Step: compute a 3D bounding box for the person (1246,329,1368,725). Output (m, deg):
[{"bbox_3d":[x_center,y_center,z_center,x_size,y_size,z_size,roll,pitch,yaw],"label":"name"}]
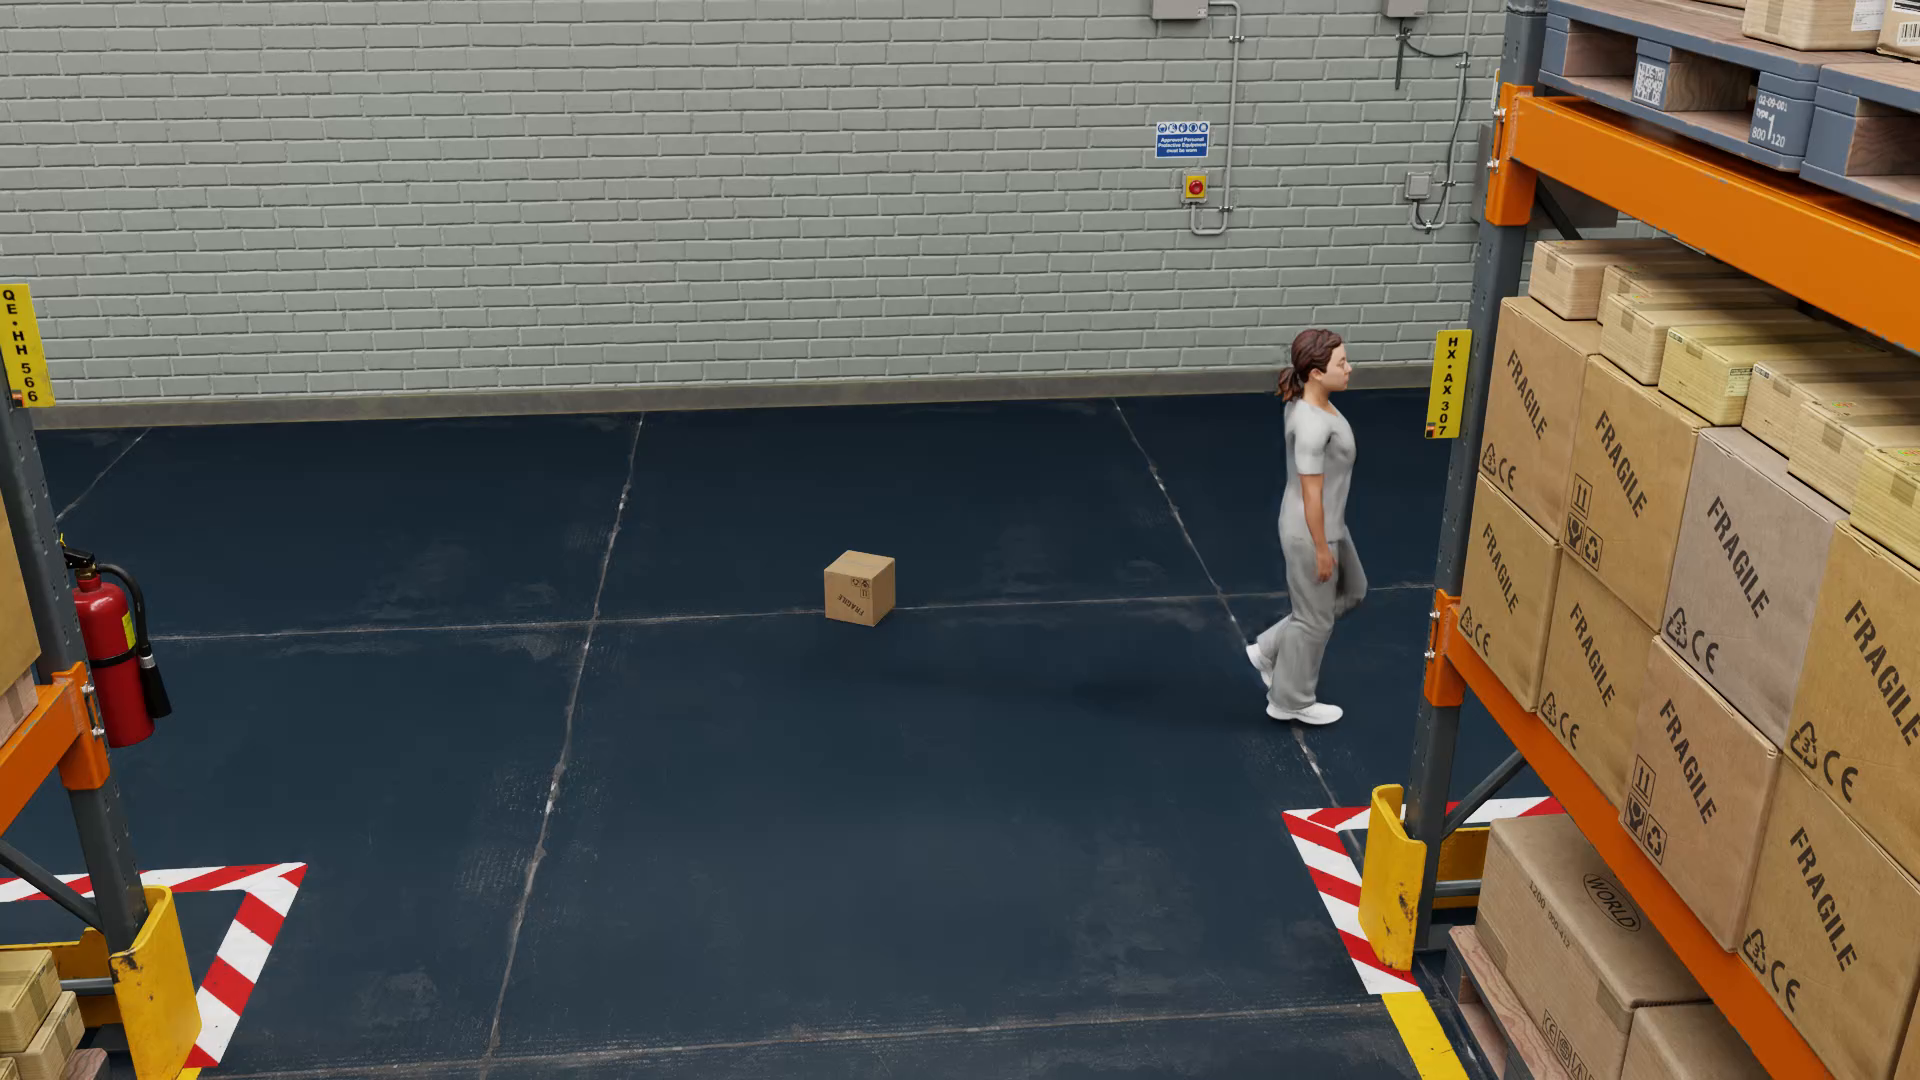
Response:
[{"bbox_3d":[1.410,-0.031,6.605,0.471,1.665,0.467,4,24,10],"label":"person"}]
